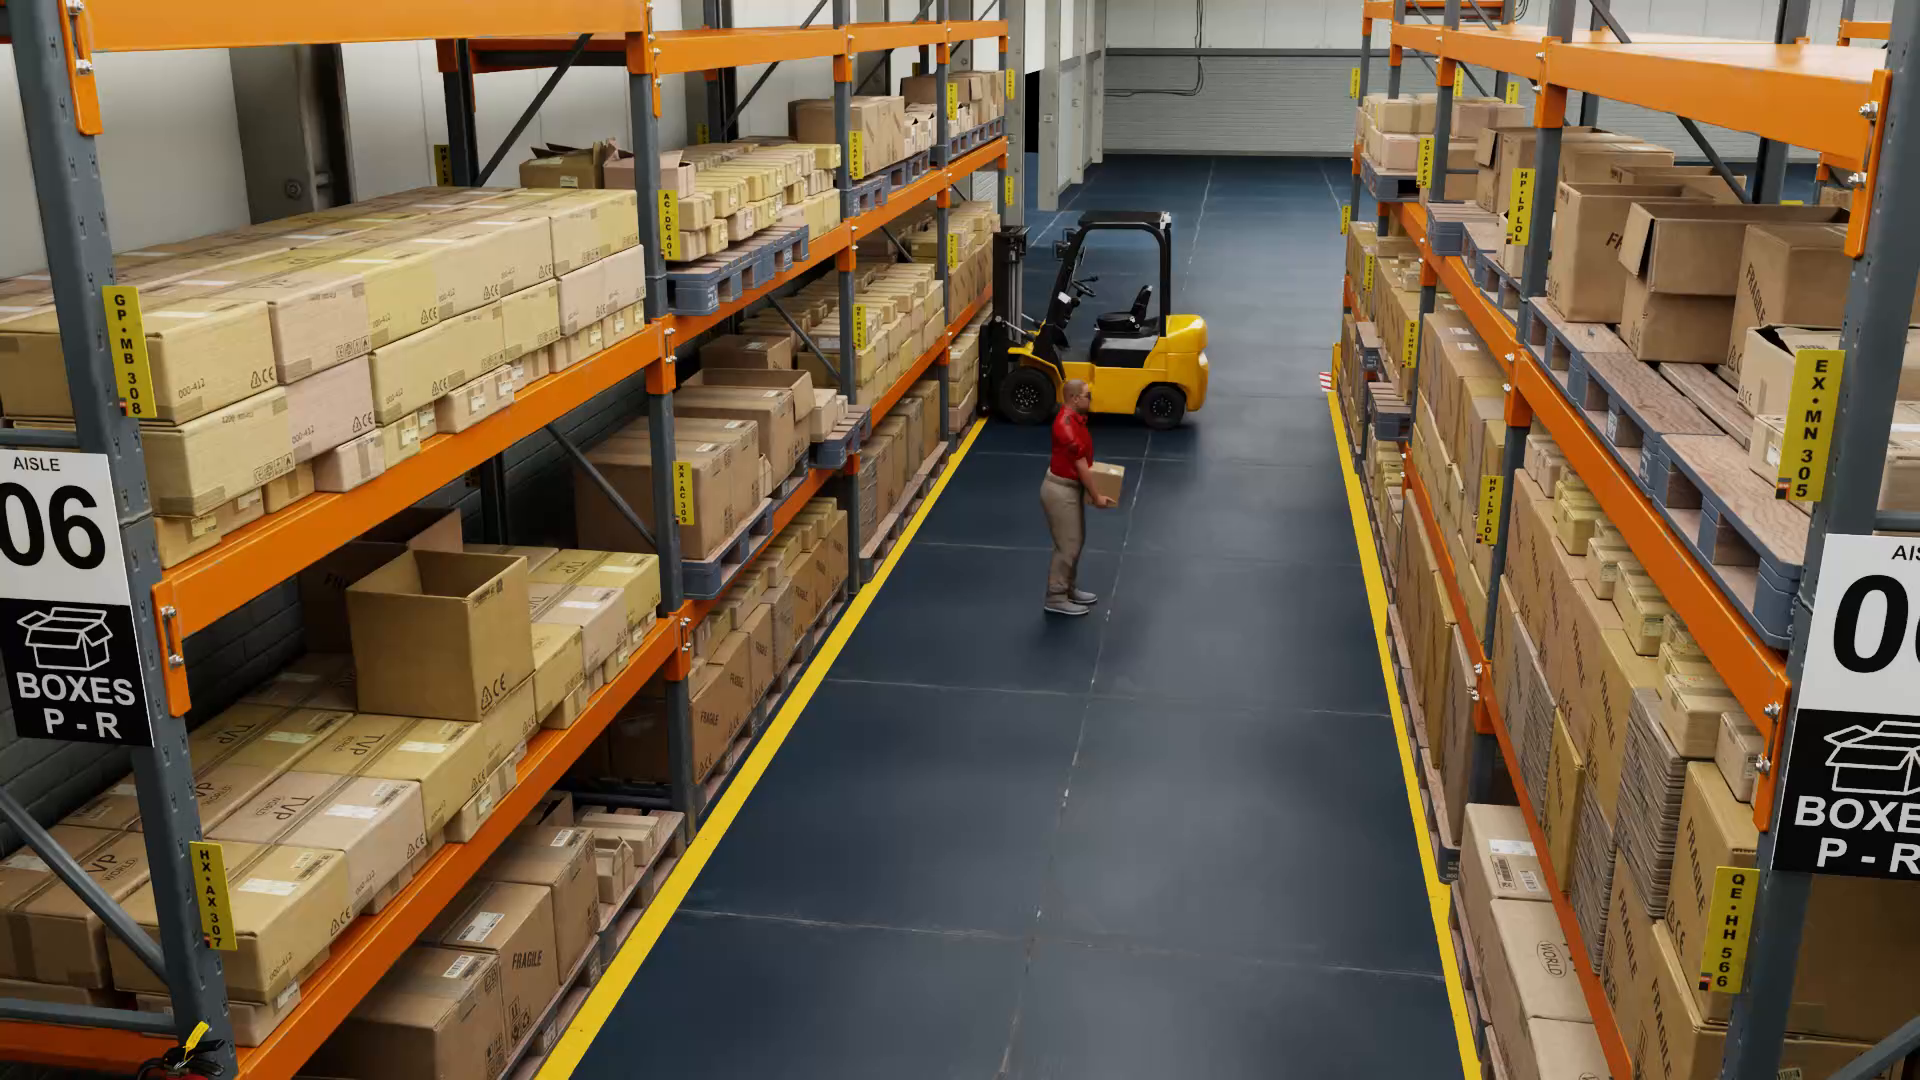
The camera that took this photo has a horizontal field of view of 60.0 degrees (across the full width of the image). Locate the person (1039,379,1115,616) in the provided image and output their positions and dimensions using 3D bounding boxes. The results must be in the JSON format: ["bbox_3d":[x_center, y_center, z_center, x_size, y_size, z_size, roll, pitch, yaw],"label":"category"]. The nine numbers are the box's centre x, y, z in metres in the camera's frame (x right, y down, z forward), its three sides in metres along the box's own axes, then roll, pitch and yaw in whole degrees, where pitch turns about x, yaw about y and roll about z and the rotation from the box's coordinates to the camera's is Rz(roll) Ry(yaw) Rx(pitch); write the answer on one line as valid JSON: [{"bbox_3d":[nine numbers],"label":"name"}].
[{"bbox_3d":[0.864,-0.328,12.124,0.557,1.724,0.488,3,18,8],"label":"person"}]
